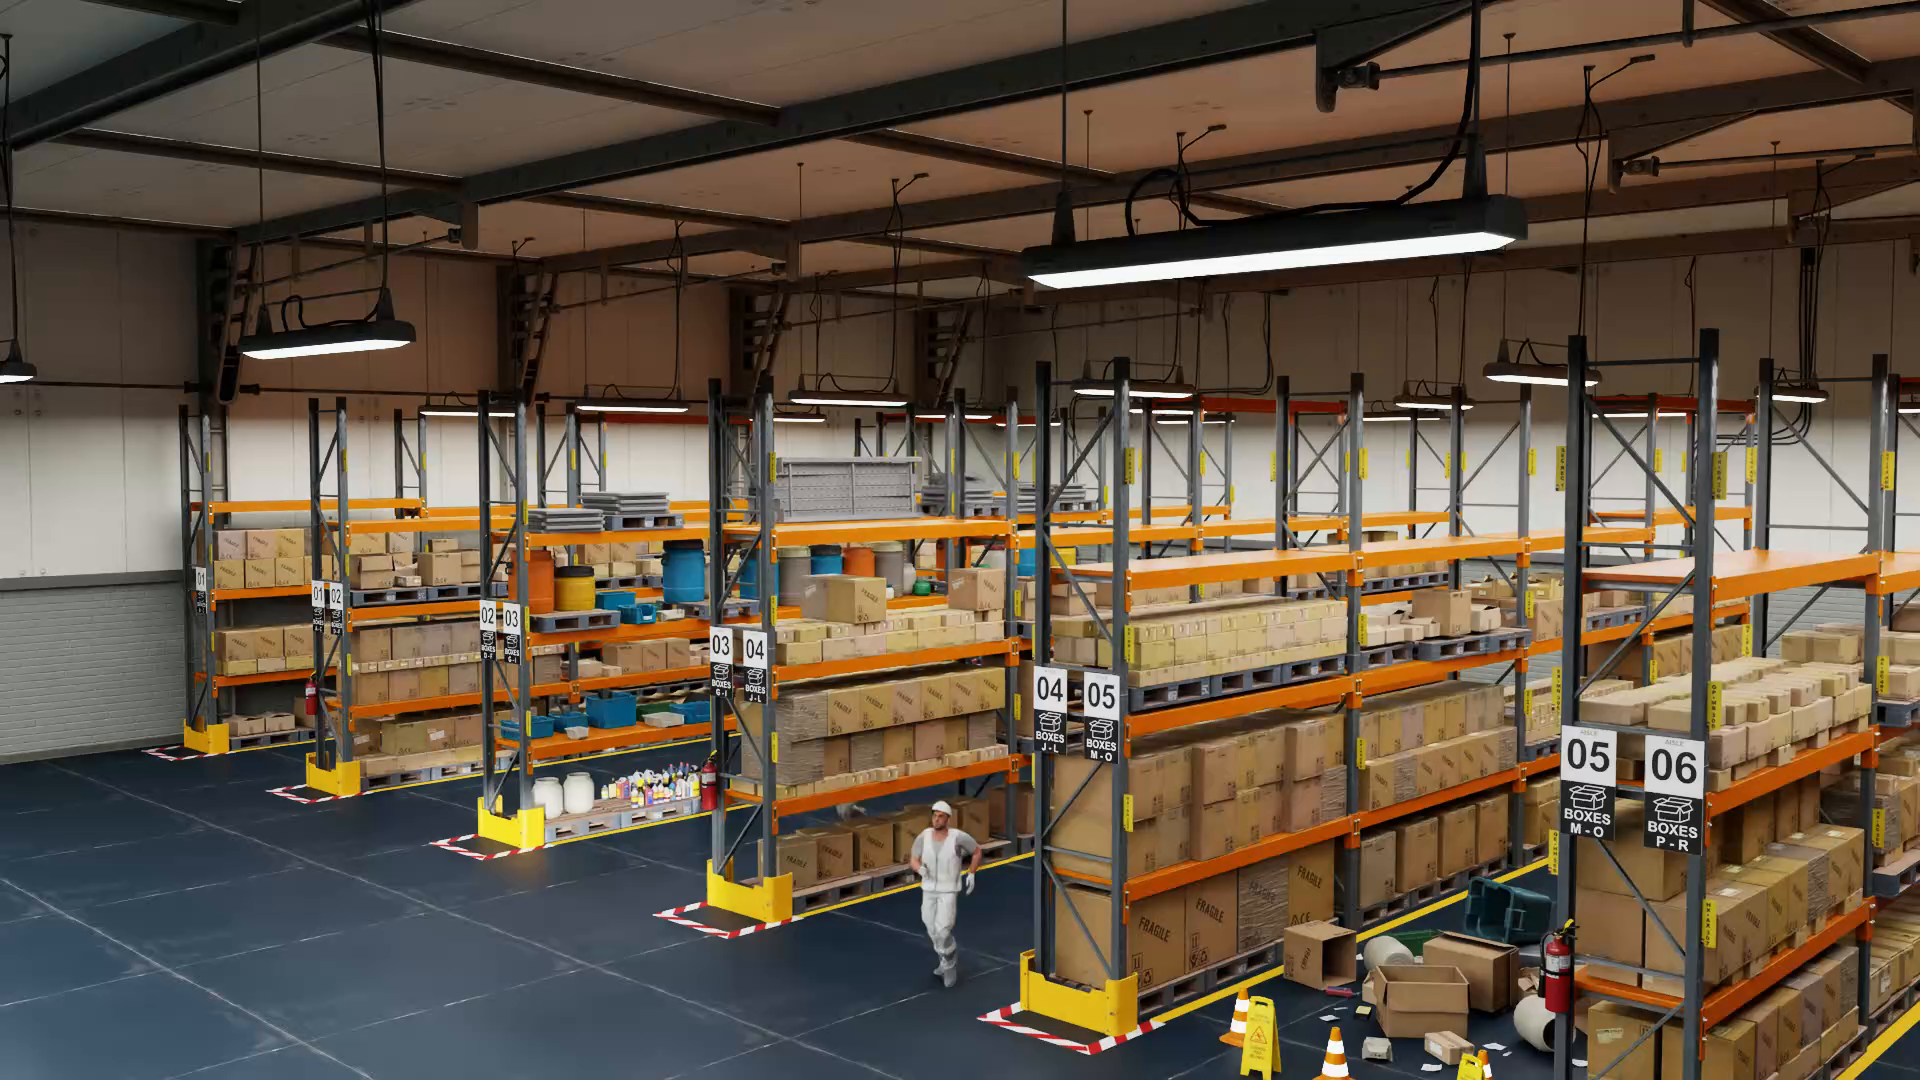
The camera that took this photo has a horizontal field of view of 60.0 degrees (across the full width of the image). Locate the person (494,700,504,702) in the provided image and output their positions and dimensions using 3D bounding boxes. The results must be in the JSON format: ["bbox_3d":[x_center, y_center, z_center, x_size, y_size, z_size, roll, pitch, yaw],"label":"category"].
[{"bbox_3d":[-8.218,2.820,29.570,0.605,1.643,0.814,2,4,39],"label":"person"}]

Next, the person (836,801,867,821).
[{"bbox_3d":[-1.398,3.185,21.892,0.616,1.654,0.652,2,4,38],"label":"person"}]

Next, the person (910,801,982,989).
[{"bbox_3d":[-0.183,3.426,16.114,0.642,1.797,0.688,1,3,22],"label":"person"}]
